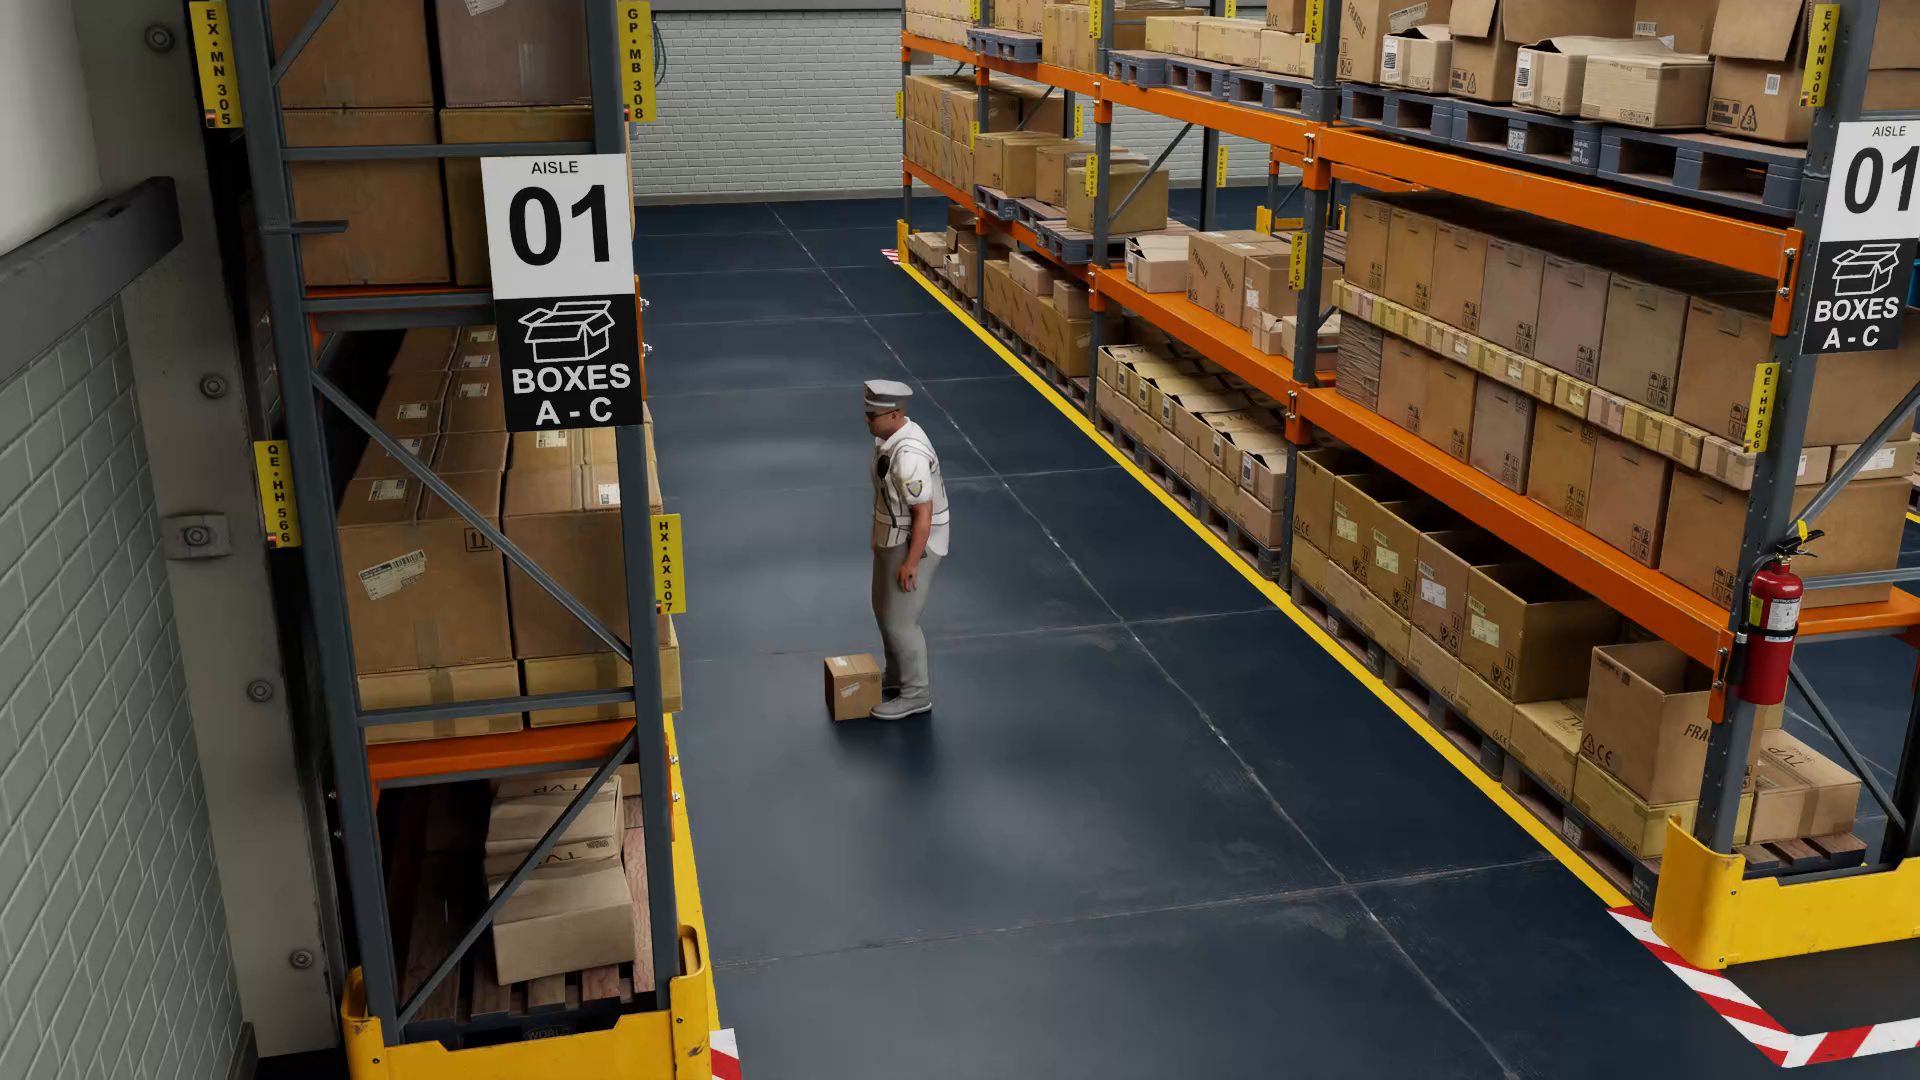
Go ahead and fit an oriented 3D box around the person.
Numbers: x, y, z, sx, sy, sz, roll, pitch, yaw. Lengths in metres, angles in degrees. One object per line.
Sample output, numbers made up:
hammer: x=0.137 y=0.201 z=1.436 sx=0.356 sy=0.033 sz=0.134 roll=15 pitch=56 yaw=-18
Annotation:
person: x=-0.289 y=0.033 z=8.469 sx=0.435 sy=1.745 sz=0.606 roll=-6 pitch=20 yaw=-16
